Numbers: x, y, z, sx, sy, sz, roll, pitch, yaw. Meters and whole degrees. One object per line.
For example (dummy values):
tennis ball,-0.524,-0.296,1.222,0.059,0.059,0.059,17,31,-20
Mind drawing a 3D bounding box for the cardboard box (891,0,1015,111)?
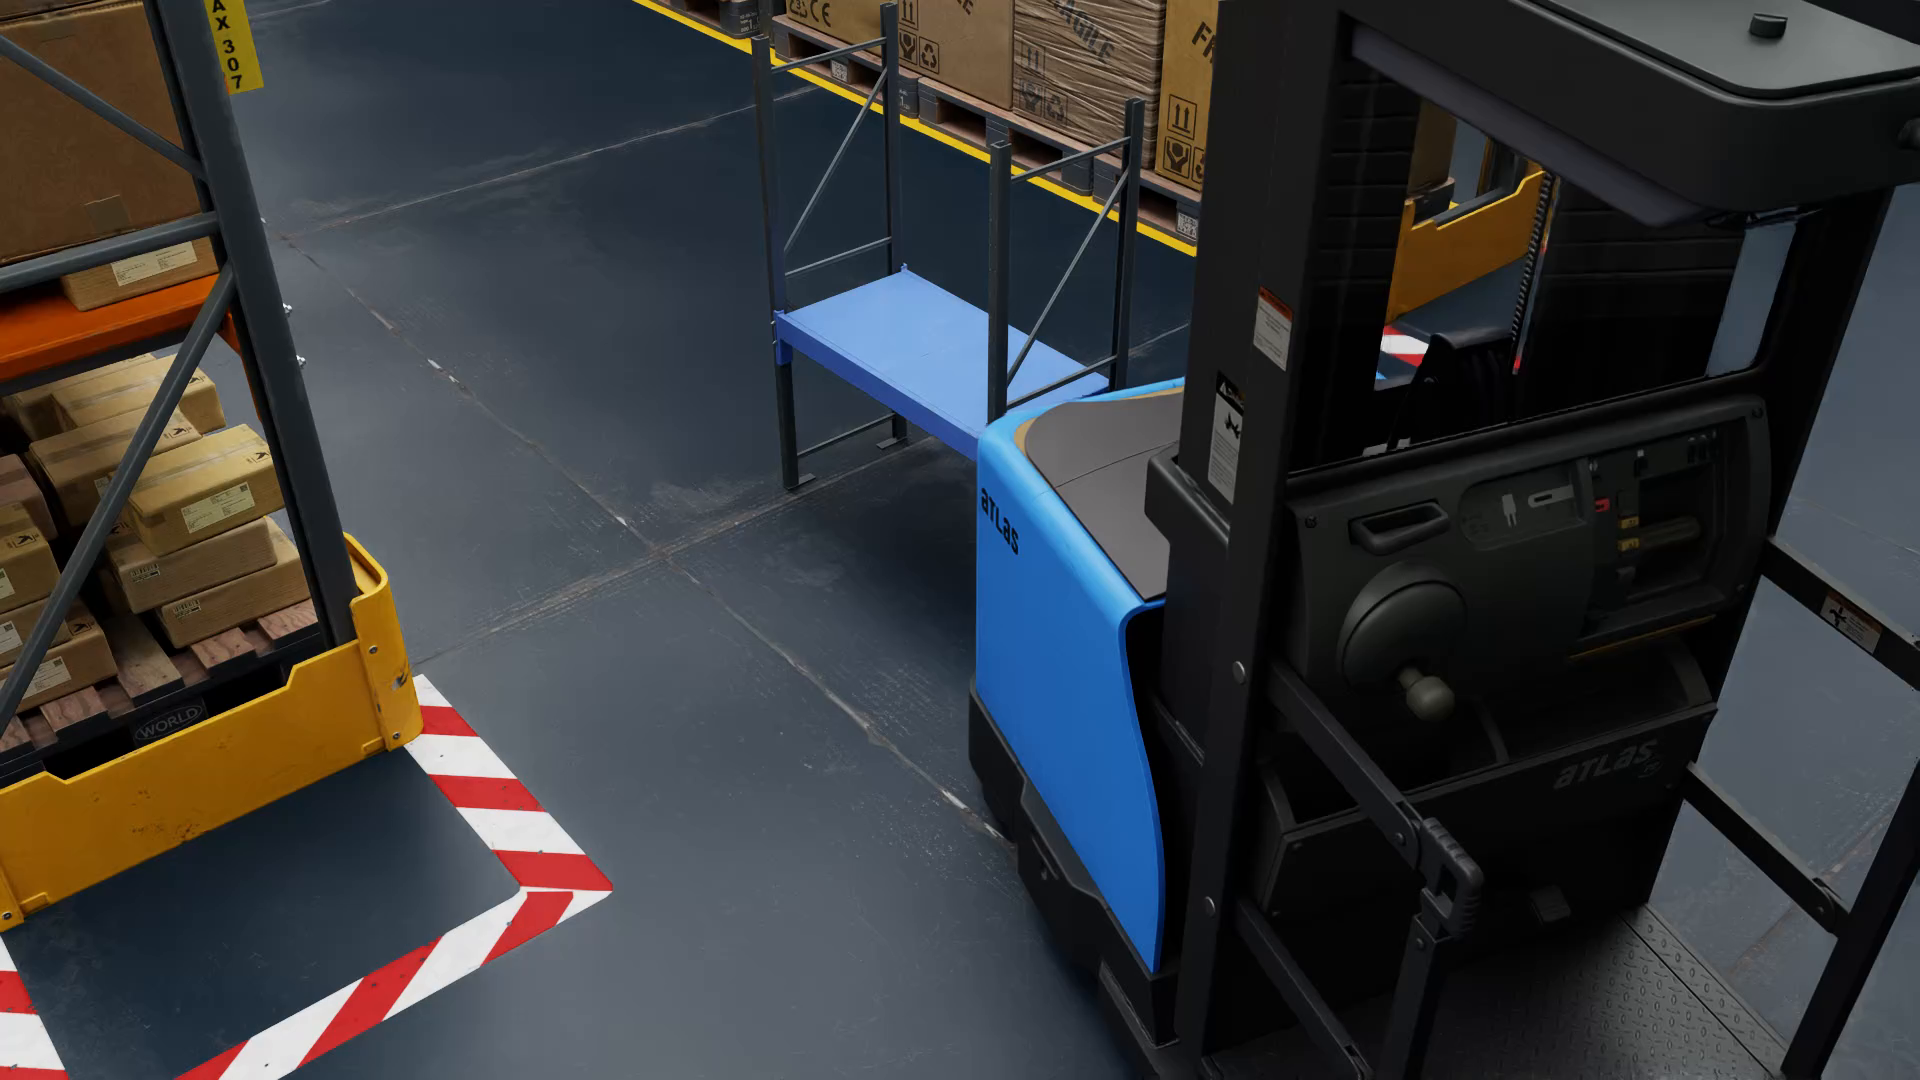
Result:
cardboard box,0.277,-2.685,7.921,0.875,0.875,0.875,-26,43,-32

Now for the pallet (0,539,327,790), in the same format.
pallet,-2.487,0.204,4.779,1.003,0.211,1.213,-26,43,-32

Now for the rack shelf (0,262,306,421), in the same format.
rack shelf,-3.232,-1.118,4.855,1.077,0.370,4.000,-26,43,-32

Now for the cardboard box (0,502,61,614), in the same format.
cardboard box,-2.476,0.082,4.128,0.380,0.149,0.250,-25,43,-31

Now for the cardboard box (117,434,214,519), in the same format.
cardboard box,-2.217,-0.127,4.679,0.380,0.149,0.250,-26,43,-32

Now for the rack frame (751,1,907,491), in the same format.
rack frame,-0.383,-0.874,5.187,0.500,1.500,0.032,-26,43,-32

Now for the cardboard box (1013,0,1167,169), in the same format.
cardboard box,0.852,-2.292,7.367,0.875,0.875,0.875,-26,43,-32

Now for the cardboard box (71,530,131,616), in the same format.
cardboard box,-2.266,0.028,4.718,0.380,0.149,0.250,-26,43,-32

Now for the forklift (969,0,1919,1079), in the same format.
forklift,1.041,0.090,2.587,1.130,2.935,3.031,-13,37,-18

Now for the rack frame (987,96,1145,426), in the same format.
rack frame,0.273,-0.425,4.553,0.500,1.500,0.032,-26,43,-32

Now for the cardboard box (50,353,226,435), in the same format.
cardboard box,-2.354,-0.373,4.770,0.380,0.149,0.250,-26,43,-32

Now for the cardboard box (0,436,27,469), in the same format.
cardboard box,-2.750,-0.310,5.196,0.380,0.149,0.250,-26,43,-32

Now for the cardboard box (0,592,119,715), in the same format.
cardboard box,-2.440,0.309,4.322,0.380,0.149,0.250,-25,42,-31

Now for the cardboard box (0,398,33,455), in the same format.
cardboard box,-2.769,-0.437,5.118,0.380,0.149,0.250,-28,44,-34

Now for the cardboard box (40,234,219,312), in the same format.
cardboard box,-1.900,-0.691,3.848,0.380,0.149,0.250,-26,43,-32

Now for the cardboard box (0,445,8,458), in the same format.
cardboard box,-2.931,-0.170,4.741,0.380,0.149,0.250,-27,43,-32

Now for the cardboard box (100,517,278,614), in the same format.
cardboard box,-2.083,0.015,4.479,0.380,0.149,0.250,-24,42,-30

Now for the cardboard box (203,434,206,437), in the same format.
cardboard box,-2.513,-0.233,5.087,0.380,0.149,0.250,-25,43,-31

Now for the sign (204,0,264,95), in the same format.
sign,-1.527,-1.084,3.436,0.100,0.325,0.005,-26,43,-32

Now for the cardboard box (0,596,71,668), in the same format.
cardboard box,-2.500,0.216,4.196,0.380,0.149,0.250,-27,44,-33

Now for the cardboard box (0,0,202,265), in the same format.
cardboard box,-2.020,-0.992,3.711,0.500,0.500,0.500,-24,42,-30

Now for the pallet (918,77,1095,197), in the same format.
pallet,0.554,-2.058,7.973,1.003,0.211,1.213,-26,43,-32

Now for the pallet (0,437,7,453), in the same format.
pallet,-3.270,-0.334,5.539,1.003,0.211,1.213,-26,43,-32

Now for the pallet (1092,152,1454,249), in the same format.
pallet,1.337,-1.519,7.213,1.003,0.211,1.213,-26,43,-32

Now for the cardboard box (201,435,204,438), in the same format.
cardboard box,-2.525,-0.355,5.003,0.380,0.149,0.250,-25,42,-30

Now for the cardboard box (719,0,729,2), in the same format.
cardboard box,-1.096,-3.679,9.324,1.225,0.875,0.875,-26,43,-32

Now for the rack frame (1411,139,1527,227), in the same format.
rack frame,1.913,-2.334,5.950,1.000,3.000,0.127,-26,43,-32

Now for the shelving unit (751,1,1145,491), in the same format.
shelving unit,-0.055,-0.650,4.870,0.538,1.500,1.048,-26,43,-32

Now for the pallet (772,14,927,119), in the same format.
pallet,-0.237,-2.597,8.734,1.003,0.211,1.213,-26,43,-32

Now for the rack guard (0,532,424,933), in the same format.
rack guard,-1.990,0.458,4.170,1.175,0.500,0.348,-26,43,-32

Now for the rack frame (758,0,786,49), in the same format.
rack frame,-0.668,-4.100,8.443,1.000,3.000,0.127,-26,43,-32

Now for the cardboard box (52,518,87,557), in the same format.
cardboard box,-2.432,-0.079,4.870,0.380,0.149,0.250,-26,43,-31

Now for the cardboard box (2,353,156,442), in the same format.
cardboard box,-2.577,-0.452,4.881,0.380,0.149,0.250,-28,44,-34

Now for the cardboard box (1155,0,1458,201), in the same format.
cardboard box,1.439,-1.891,6.799,0.875,0.875,0.875,-26,43,-32

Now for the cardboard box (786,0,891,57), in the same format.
cardboard box,-0.303,-3.083,8.482,0.875,0.875,0.875,-26,43,-32

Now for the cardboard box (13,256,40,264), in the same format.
cardboard box,-2.096,-0.788,3.985,0.380,0.149,0.250,-24,42,-30

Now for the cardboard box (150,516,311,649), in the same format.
cardboard box,-2.035,0.113,4.598,0.380,0.149,0.250,-25,42,-31

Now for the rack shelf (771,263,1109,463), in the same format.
rack shelf,-0.055,-0.503,4.974,0.538,0.185,1.000,-26,43,-32

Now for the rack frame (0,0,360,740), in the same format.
rack frame,-1.941,-0.528,3.401,1.000,3.000,0.127,-26,43,-32

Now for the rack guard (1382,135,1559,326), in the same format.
rack guard,1.929,-1.303,6.657,1.175,0.500,0.348,-26,43,-32

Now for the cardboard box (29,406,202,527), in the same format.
cardboard box,-2.289,-0.214,4.545,0.380,0.149,0.250,-25,42,-31

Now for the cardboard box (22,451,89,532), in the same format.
cardboard box,-2.442,-0.202,4.785,0.380,0.149,0.250,-25,43,-31

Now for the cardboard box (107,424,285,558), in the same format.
cardboard box,-2.020,-0.137,4.437,0.380,0.149,0.250,-28,44,-34

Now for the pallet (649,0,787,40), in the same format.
pallet,-1.224,-3.274,9.691,1.003,0.211,1.213,-26,43,-32

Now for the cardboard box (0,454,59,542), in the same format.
cardboard box,-2.595,-0.051,4.315,0.380,0.149,0.250,-25,42,-31
